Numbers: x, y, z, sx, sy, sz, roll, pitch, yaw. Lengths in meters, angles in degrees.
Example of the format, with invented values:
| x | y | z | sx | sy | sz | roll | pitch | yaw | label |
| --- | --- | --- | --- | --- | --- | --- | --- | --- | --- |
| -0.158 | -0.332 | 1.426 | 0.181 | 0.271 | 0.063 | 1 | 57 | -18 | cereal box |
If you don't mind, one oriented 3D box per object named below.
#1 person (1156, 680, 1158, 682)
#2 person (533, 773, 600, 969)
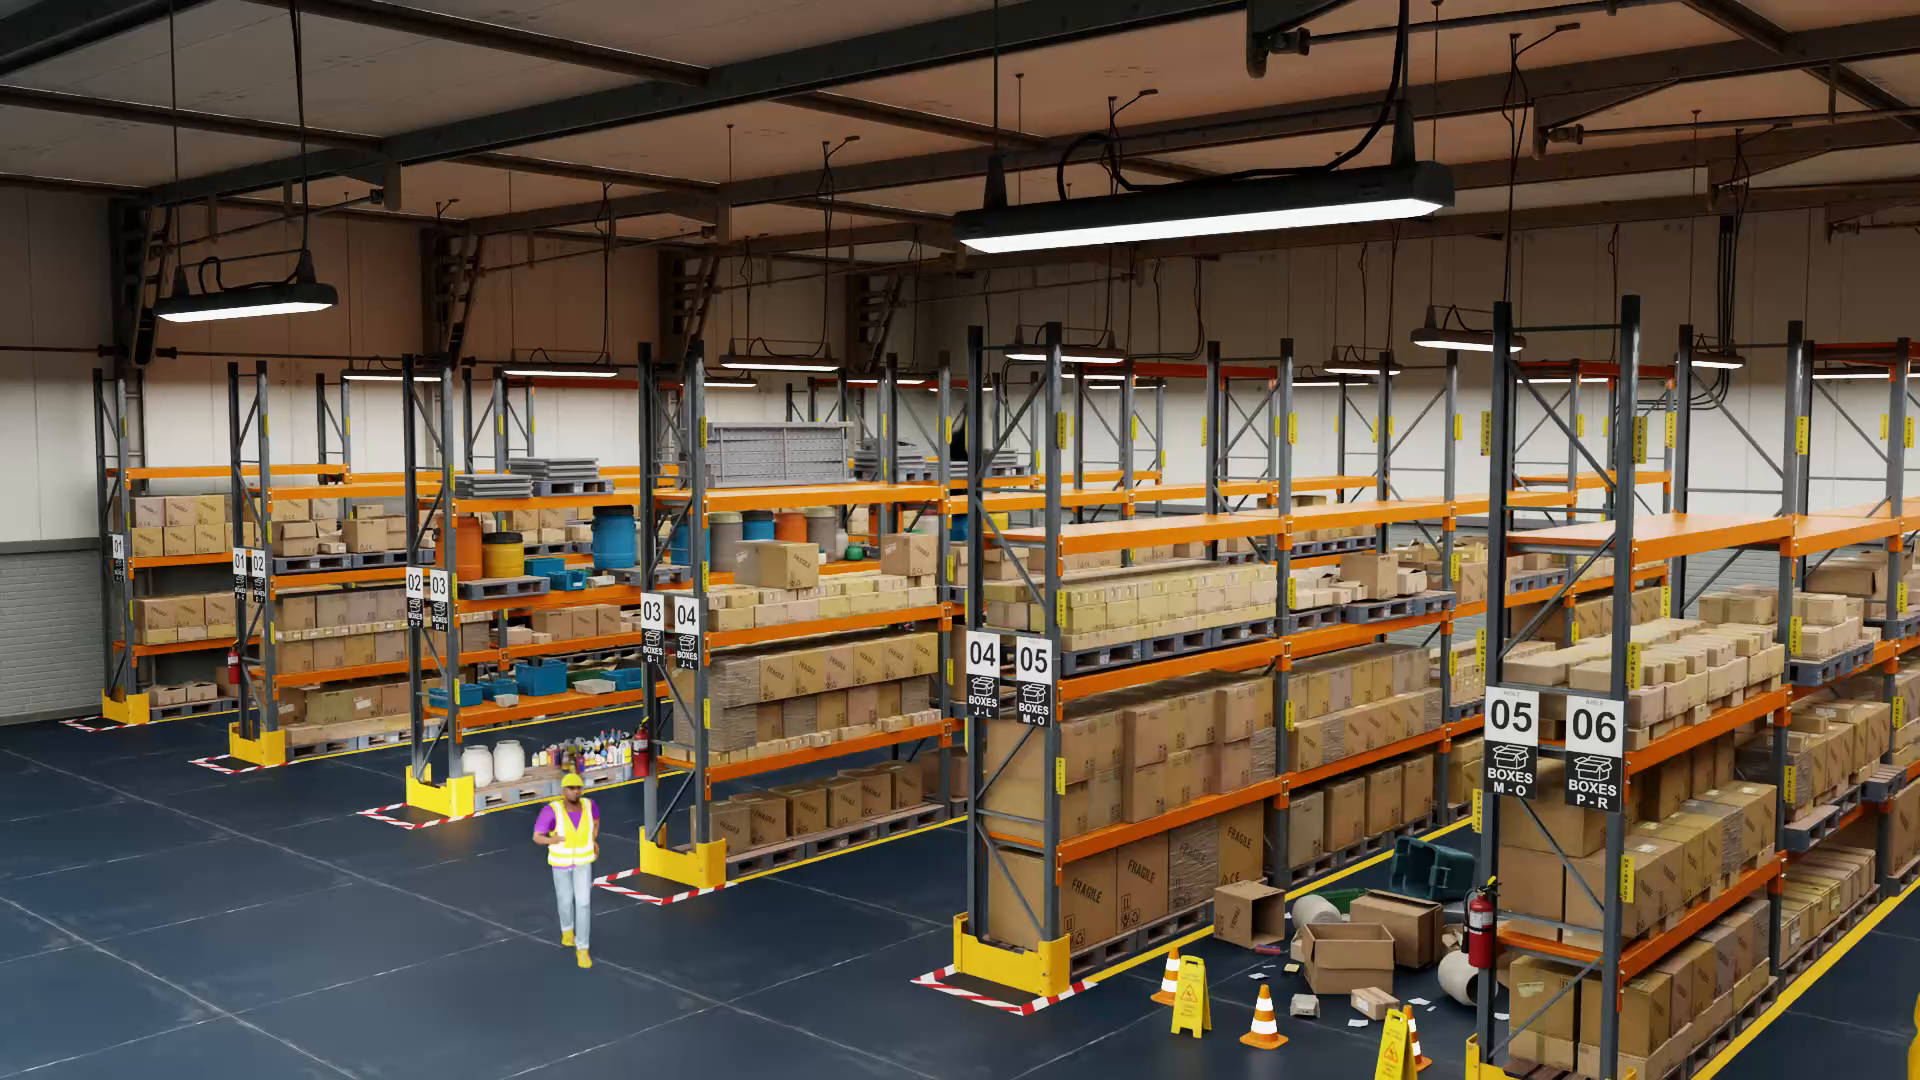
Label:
| x | y | z | sx | sy | sz | roll | pitch | yaw | label |
| --- | --- | --- | --- | --- | --- | --- | --- | --- | --- |
| 2.741 | 2.646 | 22.665 | 0.658 | 1.800 | 1.002 | 3 | 5 | 34 | person |
| -3.744 | 3.119 | 15.893 | 0.665 | 1.826 | 0.813 | -2 | 4 | -20 | person |
